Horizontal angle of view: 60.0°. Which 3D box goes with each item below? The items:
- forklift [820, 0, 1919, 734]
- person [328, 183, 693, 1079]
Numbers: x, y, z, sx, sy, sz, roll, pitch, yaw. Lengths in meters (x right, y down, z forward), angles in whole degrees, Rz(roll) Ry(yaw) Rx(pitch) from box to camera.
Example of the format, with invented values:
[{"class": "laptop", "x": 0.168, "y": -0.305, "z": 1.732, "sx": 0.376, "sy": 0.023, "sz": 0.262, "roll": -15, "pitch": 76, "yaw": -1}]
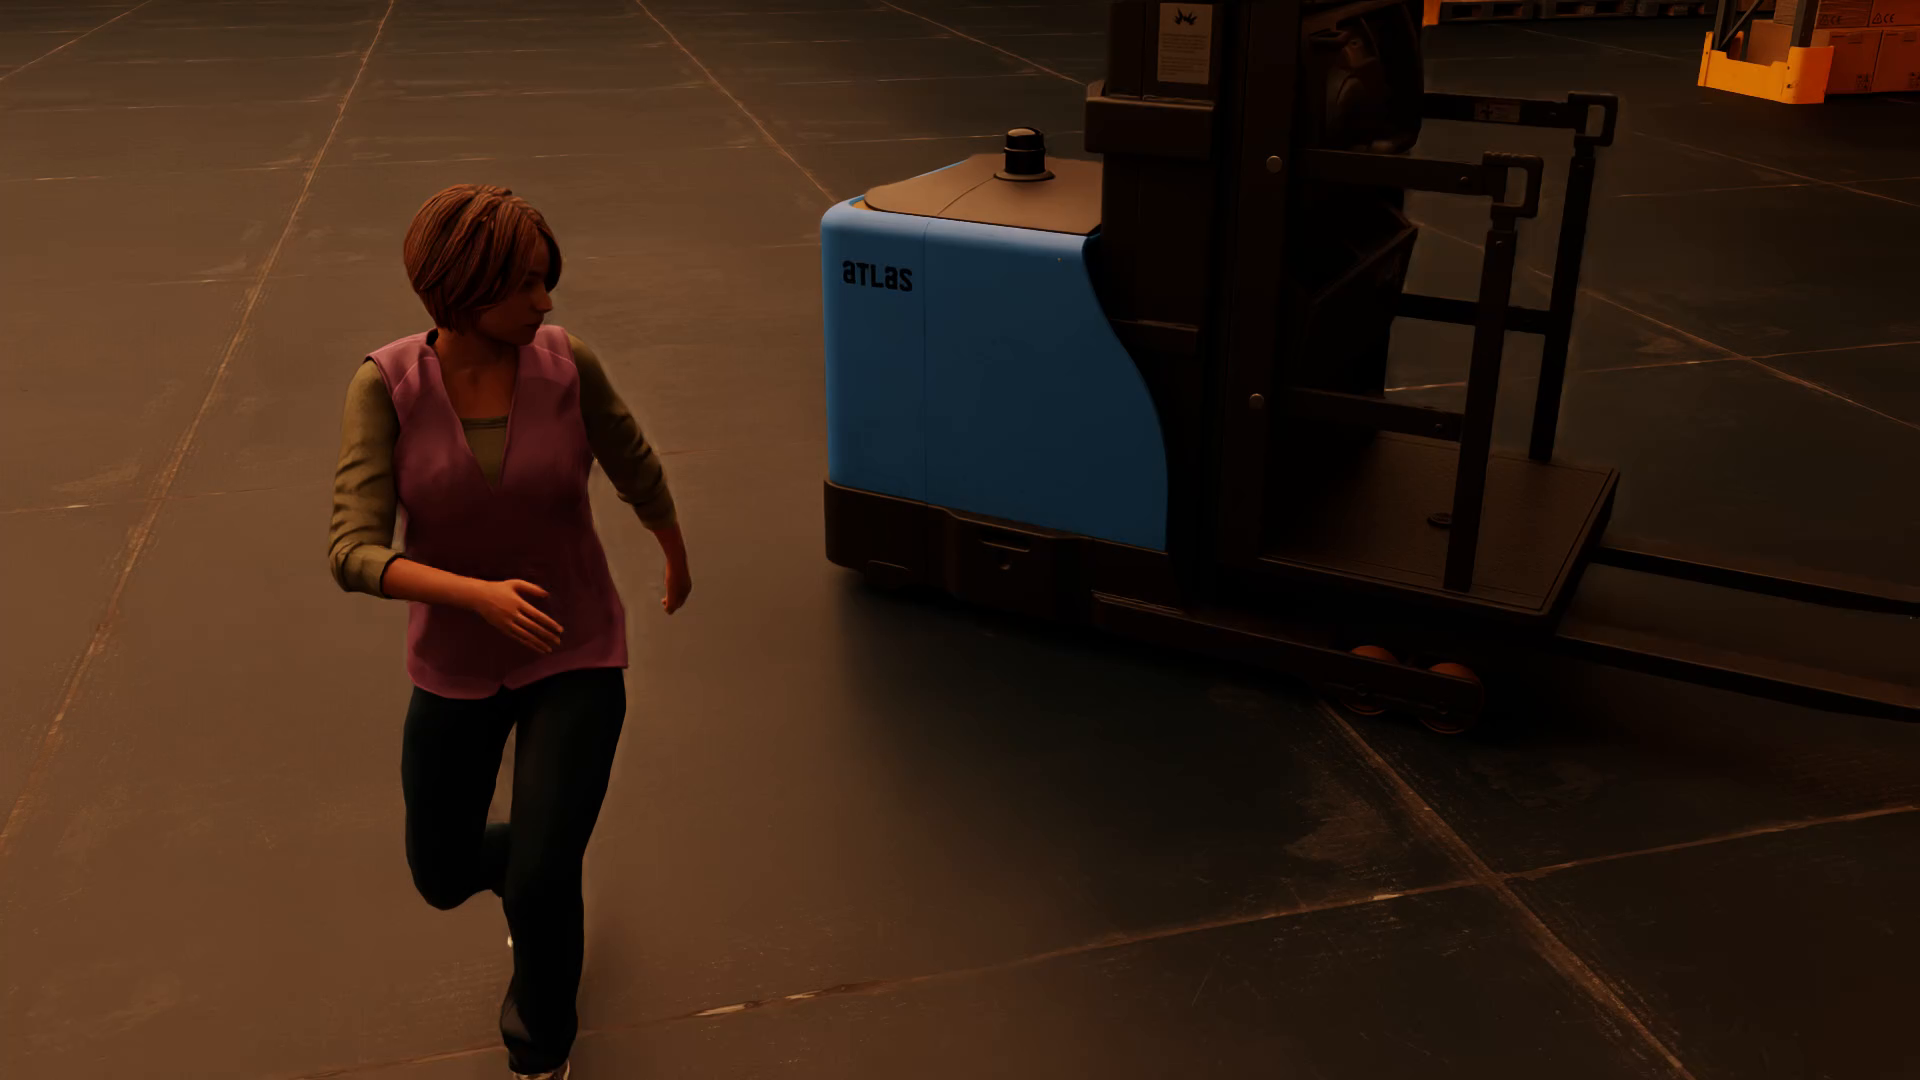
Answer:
[{"class": "forklift", "x": 1.158, "y": -1.124, "z": 3.950, "sx": 3.031, "sy": 2.935, "sz": 1.130, "roll": 12, "pitch": 26, "yaw": 26}, {"class": "person", "x": -0.707, "y": 0.191, "z": 2.699, "sx": 0.465, "sy": 1.519, "sz": 0.720, "roll": 0, "pitch": 23, "yaw": -1}]
